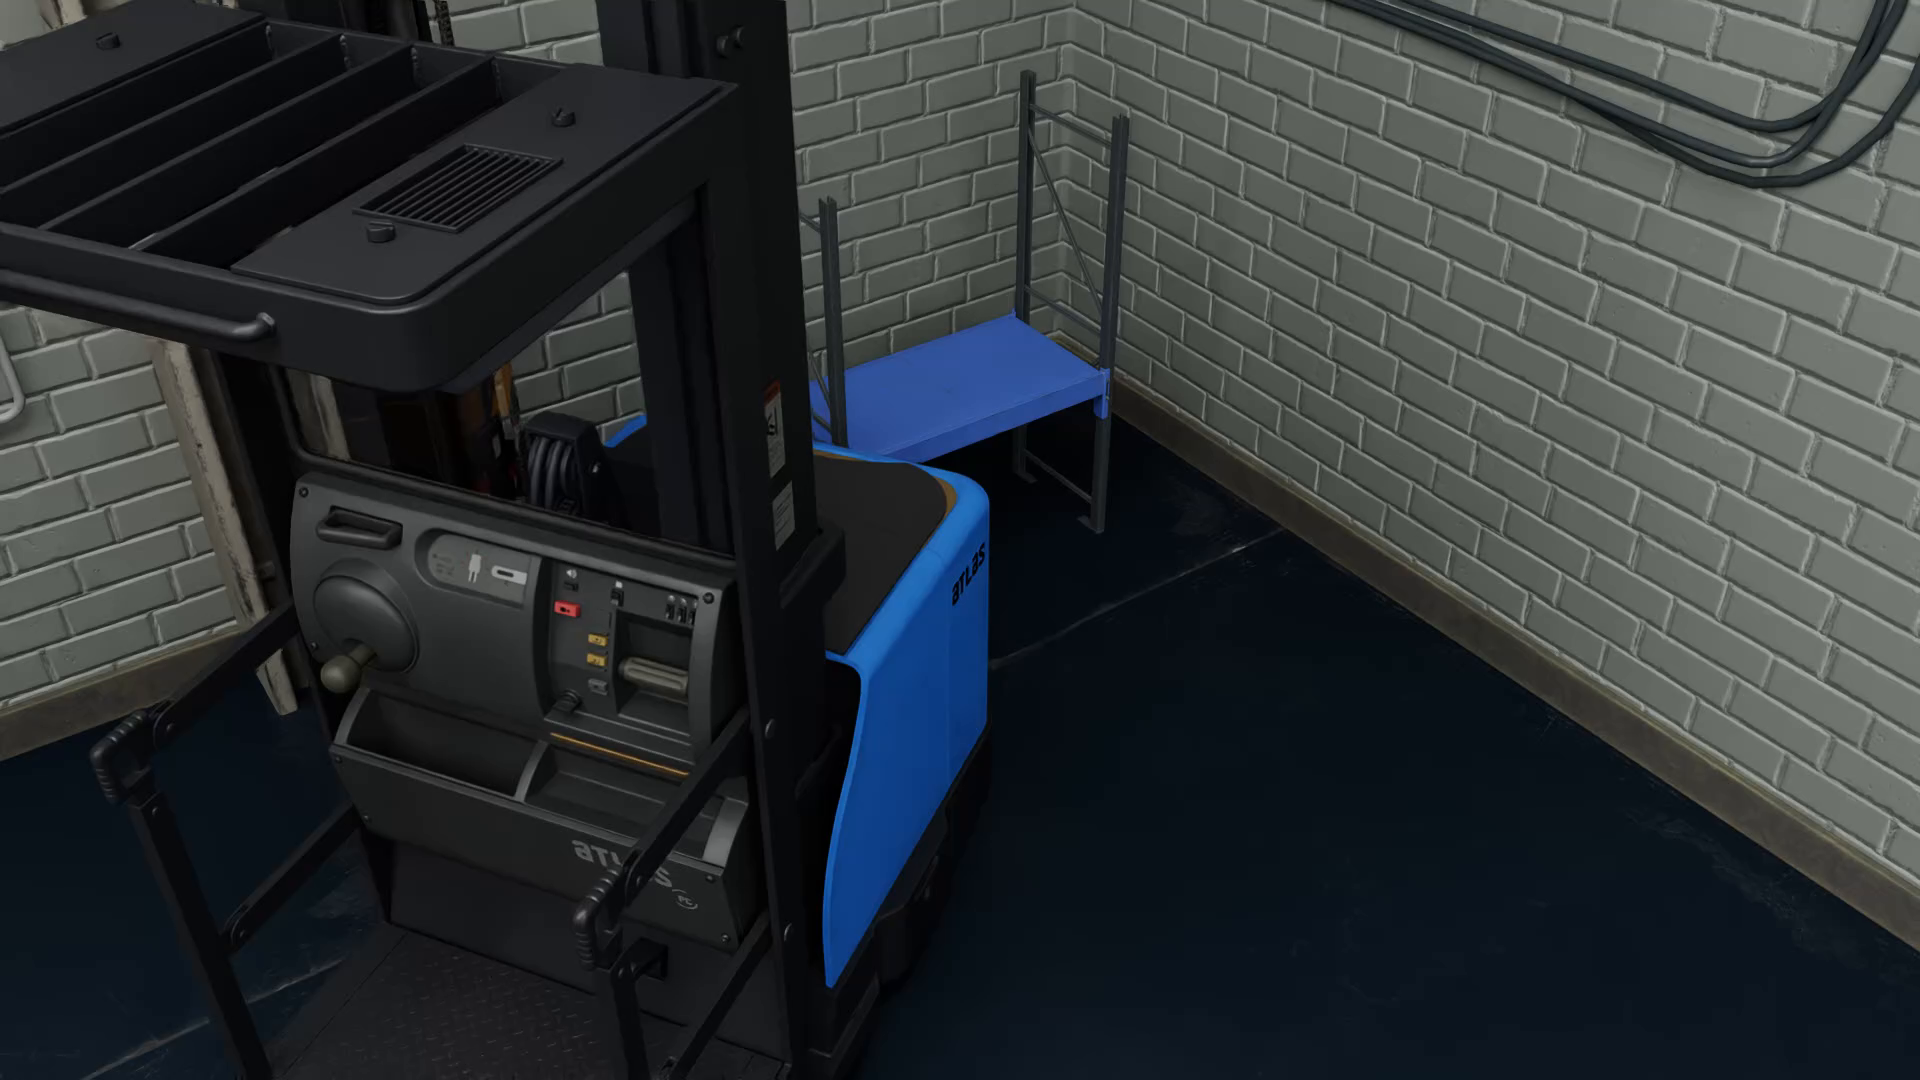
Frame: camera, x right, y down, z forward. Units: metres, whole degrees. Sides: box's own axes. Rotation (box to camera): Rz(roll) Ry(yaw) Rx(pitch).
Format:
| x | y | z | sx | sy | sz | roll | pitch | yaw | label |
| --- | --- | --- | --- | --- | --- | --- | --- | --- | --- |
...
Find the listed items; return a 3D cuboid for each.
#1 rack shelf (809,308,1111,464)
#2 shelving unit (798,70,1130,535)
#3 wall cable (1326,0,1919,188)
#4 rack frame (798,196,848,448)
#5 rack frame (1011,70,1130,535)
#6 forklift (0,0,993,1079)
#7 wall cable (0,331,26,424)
| x | y | z | sx | sy | sz | roll | pitch | yaw | label |
| --- | --- | --- | --- | --- | --- | --- | --- | --- | --- |
| -0.070 | -0.434 | 5.377 | 1.000 | 0.185 | 0.538 | -22 | 41 | -28 | rack shelf |
| -0.070 | -0.580 | 5.272 | 1.048 | 1.500 | 0.538 | -22 | 41 | -28 | shelving unit |
| 1.145 | -2.413 | 4.057 | 0.112 | 2.526 | 3.097 | -22 | 41 | -28 | wall cable |
| -0.485 | -0.409 | 5.034 | 0.032 | 1.500 | 0.500 | -22 | 41 | -28 | rack frame |
| 0.346 | -0.751 | 5.510 | 0.032 | 1.500 | 0.500 | -22 | 41 | -28 | rack frame |
| -0.936 | 0.219 | 2.935 | 1.130 | 2.935 | 3.031 | 13 | 38 | 18 | forklift |
| -3.182 | -0.800 | 3.424 | 1.851 | 1.984 | 0.084 | -22 | 41 | -28 | wall cable |
